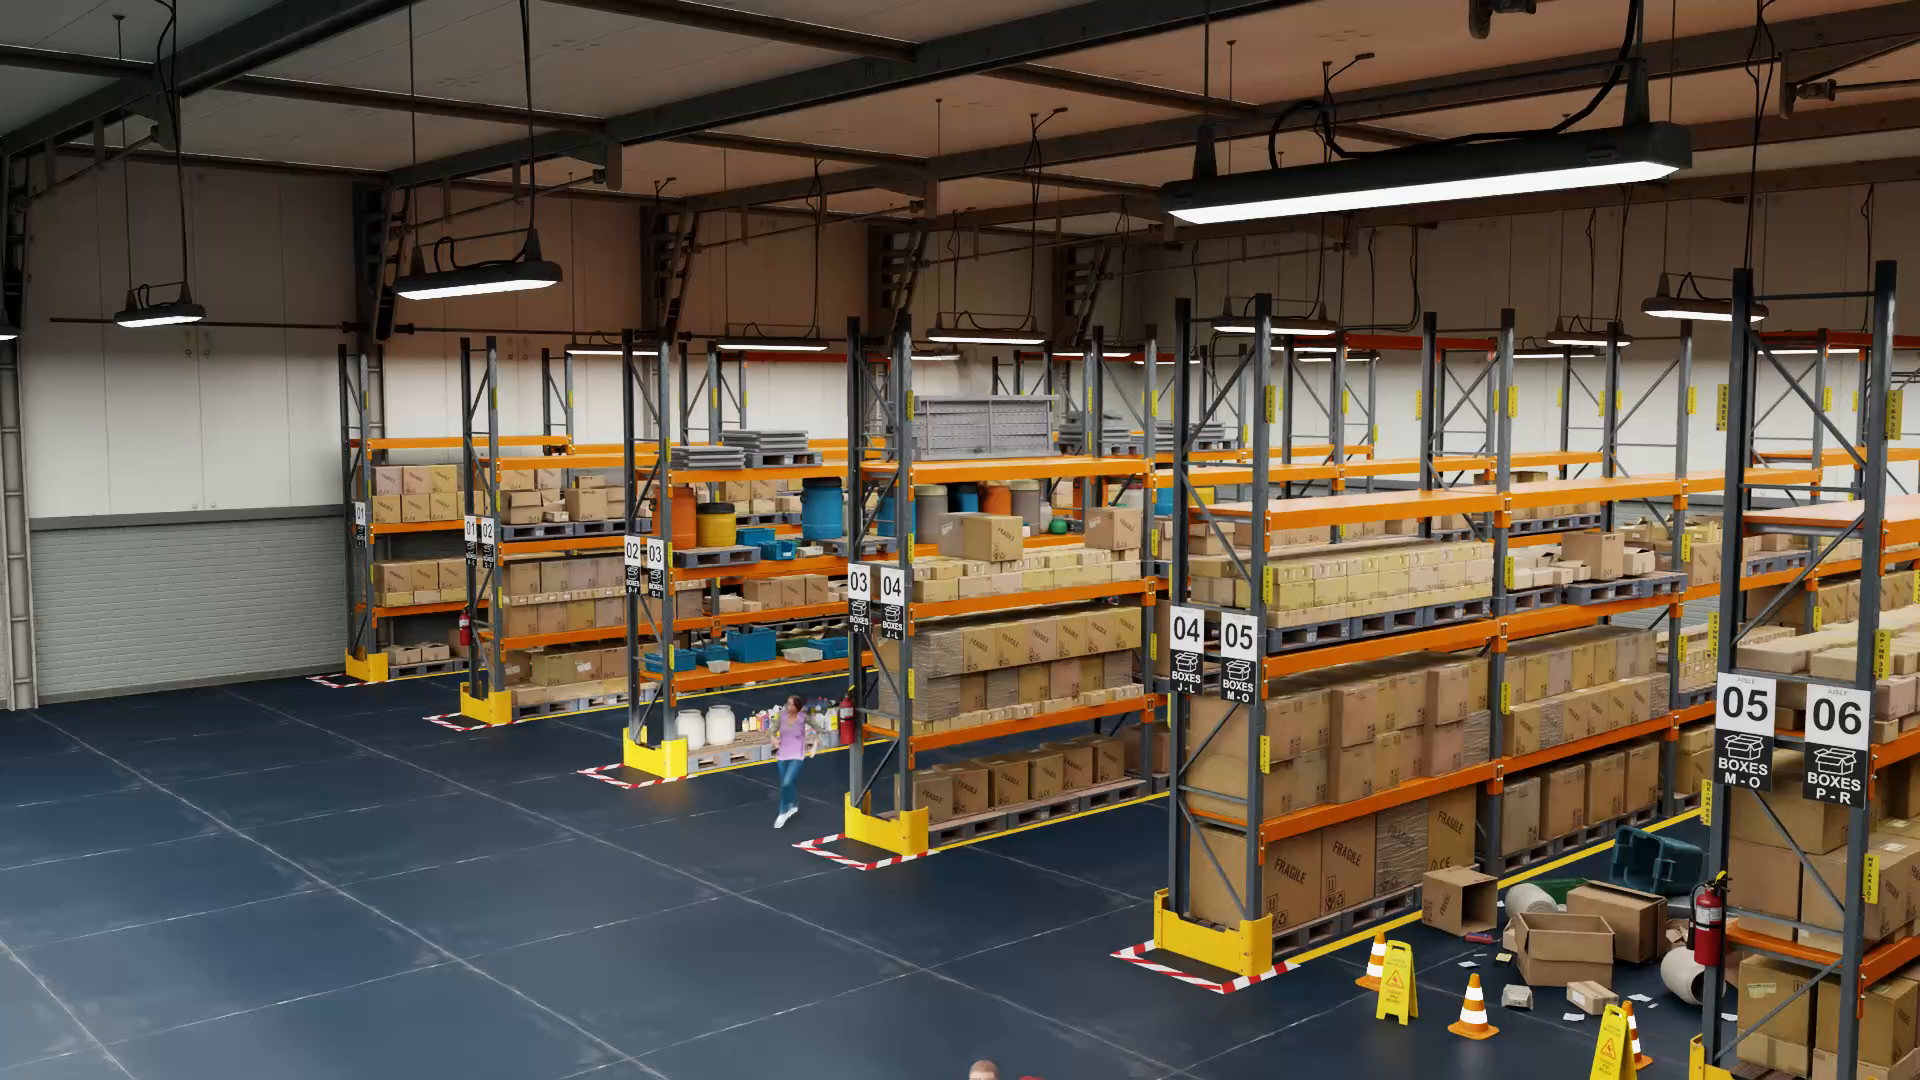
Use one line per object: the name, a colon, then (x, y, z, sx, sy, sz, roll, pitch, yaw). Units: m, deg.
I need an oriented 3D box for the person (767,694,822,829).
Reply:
person: (-1.980, 2.613, 19.779, 0.598, 1.599, 0.671, 2, 5, 19)

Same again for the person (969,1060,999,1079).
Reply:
person: (0.128, 3.543, 8.886, 0.658, 1.749, 1.015, 1, 5, 8)
